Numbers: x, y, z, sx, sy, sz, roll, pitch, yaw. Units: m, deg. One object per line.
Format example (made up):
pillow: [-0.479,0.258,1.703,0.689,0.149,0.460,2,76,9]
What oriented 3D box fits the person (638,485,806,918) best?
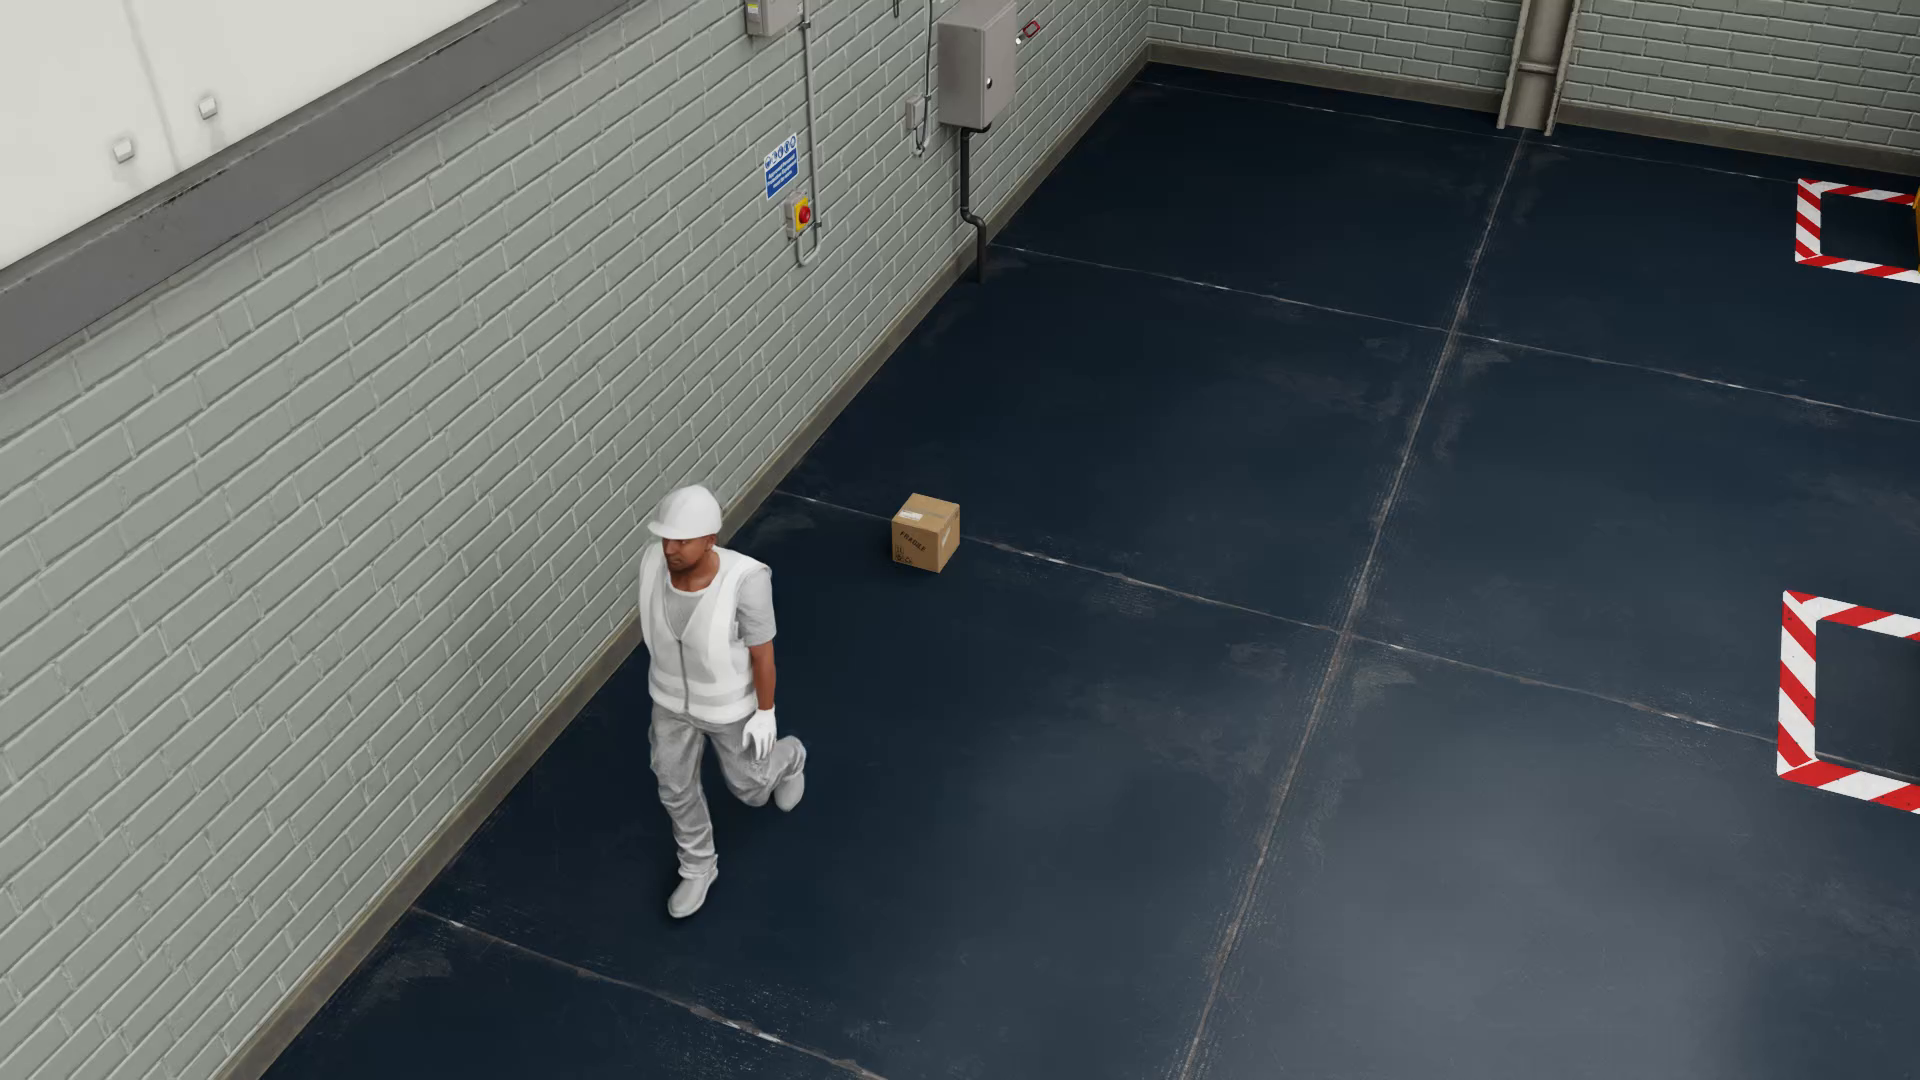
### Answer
person: [-0.892,0.538,6.067,0.556,1.761,0.813,11,39,15]
